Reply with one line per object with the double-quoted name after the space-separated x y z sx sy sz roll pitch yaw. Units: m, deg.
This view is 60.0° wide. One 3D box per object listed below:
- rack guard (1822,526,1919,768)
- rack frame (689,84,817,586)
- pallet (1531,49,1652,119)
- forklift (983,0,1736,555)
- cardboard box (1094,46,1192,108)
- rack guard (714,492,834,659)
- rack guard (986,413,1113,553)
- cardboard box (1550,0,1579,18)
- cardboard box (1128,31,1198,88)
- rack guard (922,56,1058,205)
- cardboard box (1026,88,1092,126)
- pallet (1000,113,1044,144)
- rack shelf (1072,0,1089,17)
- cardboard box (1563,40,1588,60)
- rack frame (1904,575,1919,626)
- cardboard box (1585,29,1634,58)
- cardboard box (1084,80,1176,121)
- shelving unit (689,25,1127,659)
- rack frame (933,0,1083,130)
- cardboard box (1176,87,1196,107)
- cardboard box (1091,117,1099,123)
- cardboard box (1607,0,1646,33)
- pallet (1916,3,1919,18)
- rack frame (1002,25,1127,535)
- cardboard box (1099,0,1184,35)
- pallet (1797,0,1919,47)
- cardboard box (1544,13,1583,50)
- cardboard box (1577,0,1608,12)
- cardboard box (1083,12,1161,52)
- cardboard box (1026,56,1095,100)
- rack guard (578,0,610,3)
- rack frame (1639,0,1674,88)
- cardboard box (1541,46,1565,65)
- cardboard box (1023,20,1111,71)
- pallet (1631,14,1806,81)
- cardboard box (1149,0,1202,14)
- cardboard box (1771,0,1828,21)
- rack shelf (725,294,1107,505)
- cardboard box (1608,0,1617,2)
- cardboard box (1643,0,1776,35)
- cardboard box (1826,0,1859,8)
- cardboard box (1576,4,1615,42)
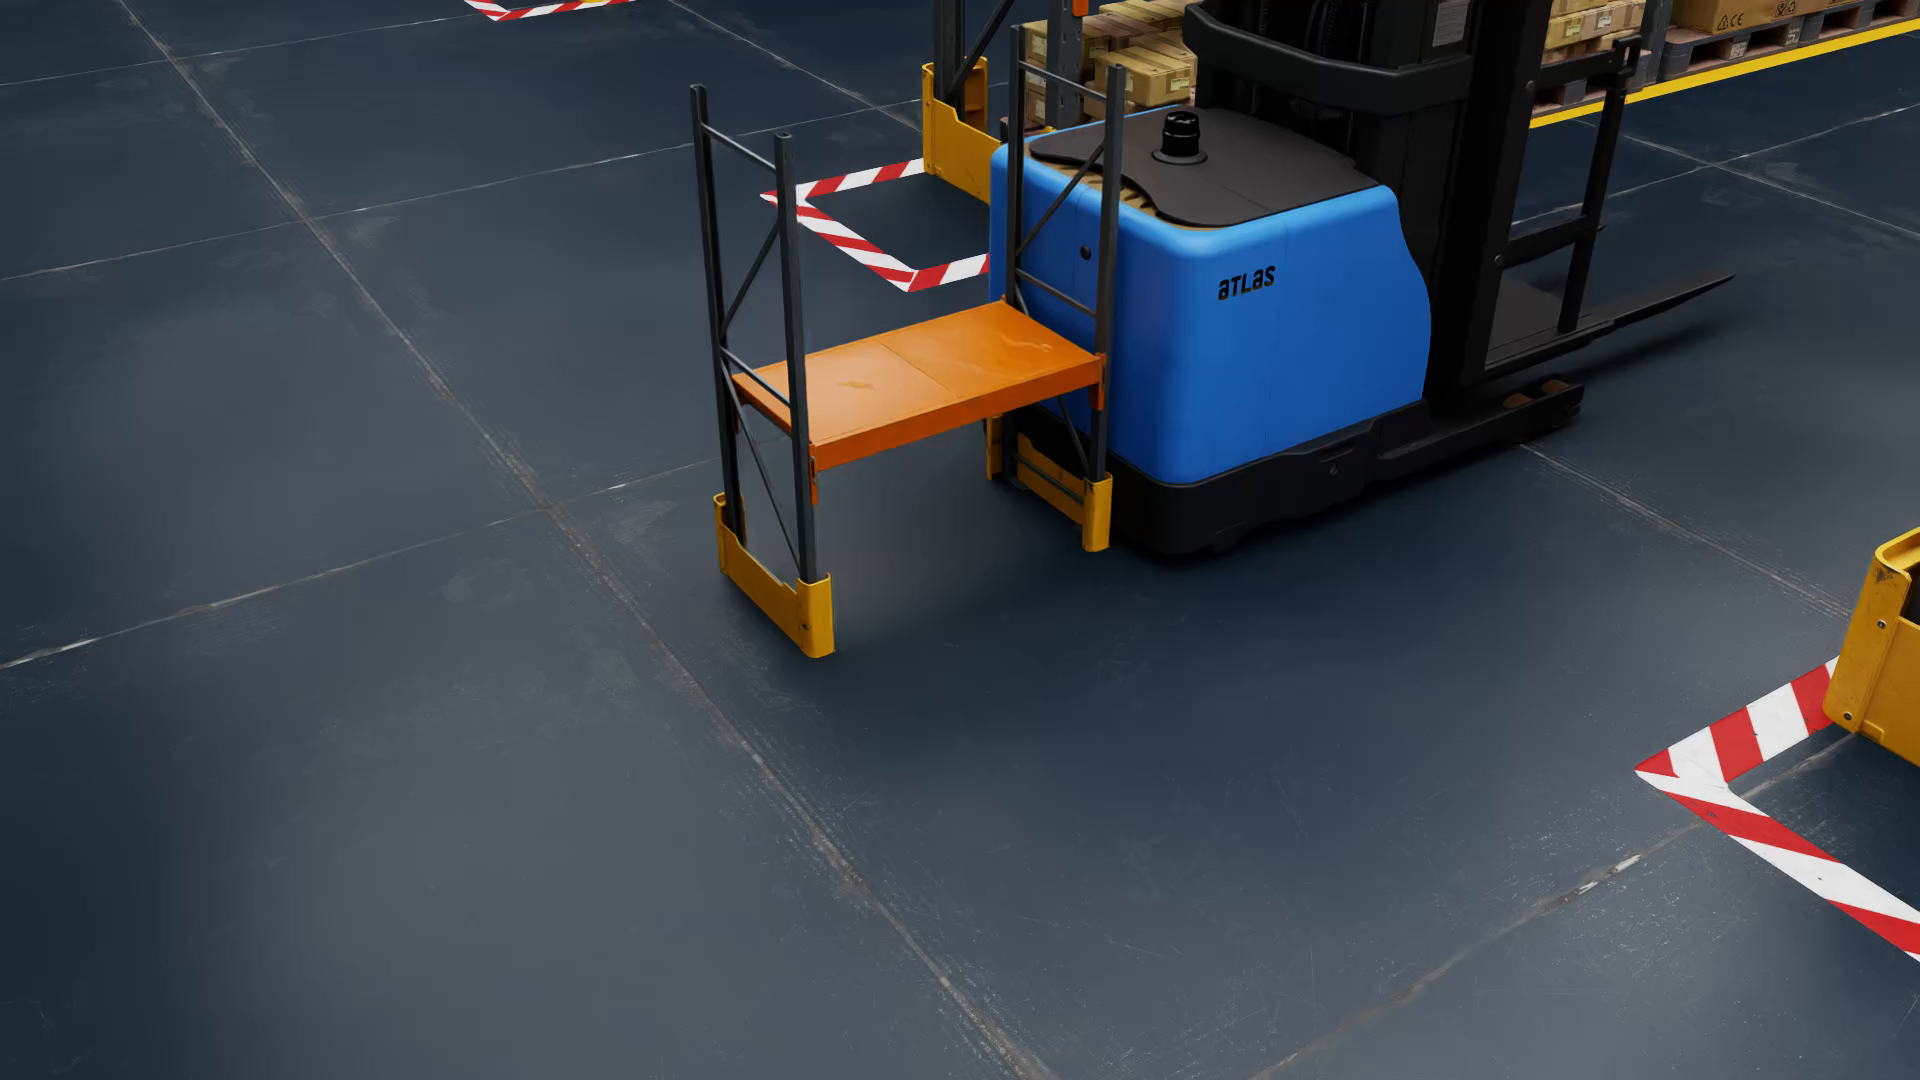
2.776 0.461 4.051 0.348 0.500 1.175 -19 37 -27 "rack guard"
-0.550 -0.435 4.534 0.032 1.500 0.500 -20 37 -28 "rack frame"
3.010 -2.624 9.211 1.213 0.211 1.003 -19 37 -27 "pallet"
1.588 -1.794 5.346 3.031 2.935 1.130 -20 37 -28 "forklift"
0.818 -2.079 7.456 0.250 0.149 0.380 -21 38 -29 "cardboard box"
-0.549 0.093 4.868 0.087 0.250 0.587 -20 37 -28 "rack guard"
0.278 -0.203 5.338 0.087 0.250 0.587 -20 37 -28 "rack guard"
2.999 -2.850 8.677 0.250 0.149 0.380 -19 37 -28 "cardboard box"
0.985 -2.213 7.667 0.250 0.149 0.380 -18 37 -26 "cardboard box"
0.258 -1.821 7.669 0.348 0.500 1.175 -19 37 -27 "rack guard"
0.523 -2.074 8.005 0.250 0.149 0.380 -18 37 -26 "cardboard box"
0.960 -1.918 8.093 1.213 0.211 1.003 -19 37 -27 "pallet"
1.875 -3.131 8.076 4.000 0.370 1.077 -19 37 -27 "rack shelf"
3.147 -2.681 8.967 0.250 0.149 0.380 -18 36 -26 "cardboard box"
2.796 -0.603 3.395 0.127 3.000 1.000 -19 37 -27 "rack frame"
3.411 -2.719 9.027 0.250 0.149 0.380 -18 37 -27 "cardboard box"
0.773 -1.991 7.594 0.250 0.149 0.380 -17 36 -25 "cardboard box"
-0.135 -0.583 4.769 1.083 1.500 0.587 -20 37 -28 "shelving unit"
0.194 -2.857 6.967 0.127 3.000 1.000 -19 37 -27 "rack frame"
1.034 -2.045 7.679 0.250 0.149 0.380 -19 37 -27 "cardboard box"
0.807 -1.836 7.628 0.250 0.149 0.380 -18 37 -26 "cardboard box"
3.463 -2.877 8.999 0.250 0.149 0.380 -18 37 -26 "cardboard box"
6.260 -3.765 11.020 1.213 0.211 1.003 -19 37 -27 "pallet"
0.294 -0.737 5.013 0.032 1.500 0.500 -20 37 -28 "rack frame"
0.892 -2.526 8.163 0.250 0.149 0.380 -20 37 -28 "cardboard box"
5.236 -3.414 10.464 1.213 0.211 1.003 -19 37 -27 "pallet"
3.027 -2.708 8.731 0.250 0.149 0.380 -20 38 -29 "cardboard box"
3.204 -2.925 8.797 0.250 0.149 0.380 -18 37 -27 "cardboard box"
0.744 -2.394 7.954 0.250 0.149 0.380 -18 37 -26 "cardboard box"
0.483 -2.235 7.981 0.250 0.149 0.380 -20 37 -29 "cardboard box"
-2.593 -3.983 11.096 0.348 0.500 1.175 -19 37 -27 "rack guard"
3.556 -4.013 8.800 0.127 3.000 1.000 -19 37 -27 "rack frame"
2.960 -2.576 8.800 0.250 0.149 0.380 -20 38 -29 "cardboard box"
0.501 -2.347 7.880 0.250 0.149 0.380 -19 37 -27 "cardboard box"
4.209 -3.059 9.902 1.213 0.211 1.003 -19 37 -27 "pallet"
1.144 -2.572 8.237 0.250 0.149 0.380 -21 38 -29 "cardboard box"
4.764 -3.382 9.749 0.500 0.500 0.500 -17 36 -25 "cardboard box"
-0.128 -0.434 4.869 1.000 0.185 0.538 -20 37 -28 "rack shelf"
3.398 -3.017 8.942 0.250 0.149 0.380 -18 36 -26 "cardboard box"
4.320 -3.228 9.505 0.500 0.500 0.500 -17 36 -25 "cardboard box"
5.197 -3.539 9.998 0.500 0.500 0.500 -18 37 -26 "cardboard box"
3.242 -2.793 8.866 0.250 0.149 0.380 -21 38 -29 "cardboard box"
